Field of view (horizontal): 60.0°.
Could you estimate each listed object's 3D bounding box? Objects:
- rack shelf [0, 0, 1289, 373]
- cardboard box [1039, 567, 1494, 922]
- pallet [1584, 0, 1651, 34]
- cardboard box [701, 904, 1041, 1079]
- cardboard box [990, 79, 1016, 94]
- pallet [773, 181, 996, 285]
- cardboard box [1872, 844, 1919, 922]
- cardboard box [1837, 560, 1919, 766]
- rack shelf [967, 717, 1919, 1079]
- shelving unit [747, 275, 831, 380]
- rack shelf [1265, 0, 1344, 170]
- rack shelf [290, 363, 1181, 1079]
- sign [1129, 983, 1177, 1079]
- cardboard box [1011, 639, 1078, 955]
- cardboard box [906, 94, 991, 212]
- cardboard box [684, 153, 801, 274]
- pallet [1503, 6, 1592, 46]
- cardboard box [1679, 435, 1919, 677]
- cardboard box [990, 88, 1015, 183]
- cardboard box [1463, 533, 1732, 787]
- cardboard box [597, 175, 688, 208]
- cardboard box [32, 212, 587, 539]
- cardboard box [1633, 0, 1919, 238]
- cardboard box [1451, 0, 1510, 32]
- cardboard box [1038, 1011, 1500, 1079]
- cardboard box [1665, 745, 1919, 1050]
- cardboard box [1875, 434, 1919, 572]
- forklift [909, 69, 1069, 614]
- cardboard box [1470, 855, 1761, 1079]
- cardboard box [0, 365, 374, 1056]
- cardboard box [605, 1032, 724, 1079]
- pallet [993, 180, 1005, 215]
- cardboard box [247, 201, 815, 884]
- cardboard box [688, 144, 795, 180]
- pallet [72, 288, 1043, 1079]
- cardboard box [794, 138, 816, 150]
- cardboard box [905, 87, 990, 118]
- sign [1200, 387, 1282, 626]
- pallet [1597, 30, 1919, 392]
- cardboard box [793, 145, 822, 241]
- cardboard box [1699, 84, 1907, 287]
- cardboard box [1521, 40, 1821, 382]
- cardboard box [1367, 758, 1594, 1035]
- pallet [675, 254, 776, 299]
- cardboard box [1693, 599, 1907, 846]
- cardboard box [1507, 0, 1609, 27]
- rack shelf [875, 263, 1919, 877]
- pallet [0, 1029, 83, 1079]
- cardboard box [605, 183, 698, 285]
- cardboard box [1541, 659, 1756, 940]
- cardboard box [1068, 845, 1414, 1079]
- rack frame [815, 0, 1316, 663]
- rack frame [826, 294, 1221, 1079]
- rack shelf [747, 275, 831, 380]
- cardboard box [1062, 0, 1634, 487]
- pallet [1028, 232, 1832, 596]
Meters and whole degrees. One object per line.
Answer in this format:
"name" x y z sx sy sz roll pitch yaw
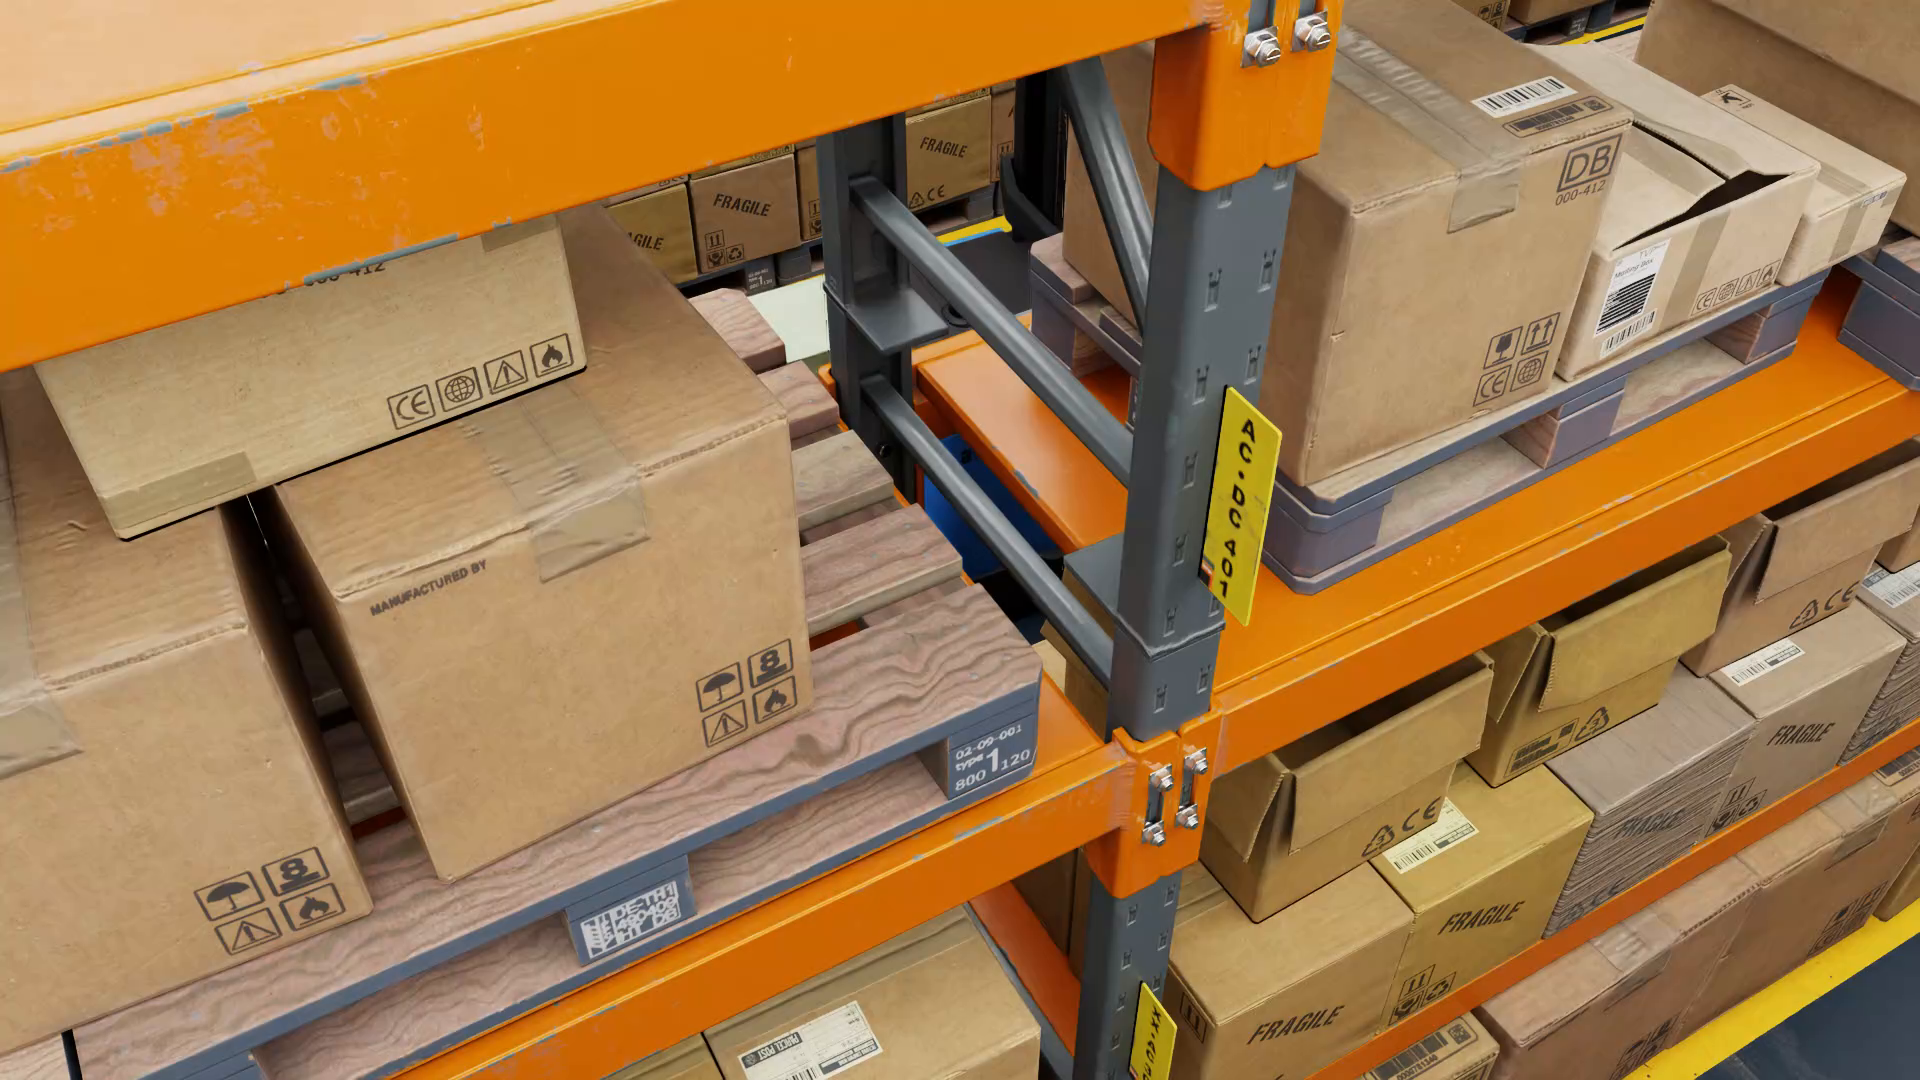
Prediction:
"rack shelf" -1.669 -0.137 1.233 4.000 0.370 1.077 -22 48 -21
"cardboard box" 0.615 0.298 3.497 0.637 0.503 0.797 -23 49 -22
"pallet" 3.987 -3.571 10.278 1.213 0.211 1.003 -22 48 -21
"cardboard box" -0.200 0.919 3.004 0.500 0.500 0.500 -20 48 -20
"cardboard box" 0.255 -2.443 8.068 0.500 0.250 0.500 -21 48 -20
"pallet" -0.585 -1.806 8.459 1.213 0.211 1.003 -22 48 -21
"cardboard box" 2.925 0.371 5.438 0.875 0.875 1.225 -24 49 -23
"cardboard box" 2.345 0.169 4.350 0.500 0.500 0.500 -23 49 -22
"rack shelf" 1.799 0.485 4.613 4.000 0.370 1.077 -22 48 -21
"shelving unit" -0.680 -0.308 5.991 0.755 1.500 0.431 -19 47 -19
"rack shelf" 1.799 -1.525 2.663 4.000 0.370 1.077 -22 48 -21
"rack shelf" -1.669 0.796 2.139 4.000 0.370 1.077 -22 48 -21
"sign" 0.343 0.916 2.974 0.005 0.325 0.100 -22 48 -21
"cardboard box" 0.335 0.557 3.950 0.500 0.500 0.500 -22 48 -21
"cardboard box" -0.193 -1.994 8.144 0.500 0.500 0.500 -24 49 -23
"cardboard box" -1.087 -1.644 7.784 0.500 0.500 0.500 -20 48 -19
"pallet" 2.928 -3.145 9.839 1.213 0.211 1.003 -22 48 -21
"cardboard box" 1.747 -0.158 3.967 0.637 0.503 0.797 -20 48 -20
"cardboard box" 0.258 -2.187 8.343 0.500 0.500 0.500 -20 48 -19
"cardboard box" 1.216 0.067 3.735 0.637 0.503 0.797 -21 48 -21
"cardboard box" -1.546 -1.729 7.333 0.500 0.250 0.500 -24 49 -23
"cardboard box" -0.753 -0.325 1.794 0.500 0.250 0.500 -25 49 -23
"cardboard box" 1.773 -1.010 3.107 0.637 0.503 0.797 -22 48 -21
"cardboard box" 2.479 -3.303 9.314 0.750 0.750 1.050 -21 48 -20
"cardboard box" 0.610 1.298 4.483 0.875 0.875 1.225 -22 48 -21
"cardboard box" 2.148 0.676 5.124 0.875 0.875 1.225 -22 48 -21
"cardboard box" 2.325 -0.395 4.211 0.637 0.503 0.797 -21 48 -20
"forklift" 1.012 -1.429 6.117 3.031 2.935 1.130 -19 47 -19
"cardboard box" 1.385 0.988 4.803 0.875 0.875 1.225 -23 49 -22
"cardboard box" -1.052 0.113 1.880 0.500 0.500 0.700 -19 47 -19
"cardboard box" -0.637 1.091 2.828 0.500 0.500 0.500 -21 48 -21
"pallet" 0.472 -2.227 8.893 1.213 0.211 1.003 -22 48 -21
"cardboard box" -0.583 -0.071 2.070 0.500 0.500 0.700 -25 49 -23
"cardboard box" -1.085 -1.916 7.525 0.500 0.250 0.500 -21 48 -20
"pallet" -0.649 0.153 2.348 1.213 0.211 1.003 -22 48 -21
"cardboard box" -0.641 -2.090 7.704 0.500 0.250 0.500 -20 48 -19
"cardboard box" -0.193 -2.276 7.896 0.500 0.250 0.500 -21 48 -20
"sign" 0.343 -0.035 2.051 0.005 0.325 0.100 -22 48 -21
"pallet" 2.033 -0.831 3.434 1.213 0.211 1.003 -20 47 -19
"cardboard box" -0.640 -1.834 7.979 0.500 0.500 0.500 -21 48 -20
"cardboard box" 1.431 -0.642 2.983 0.250 0.149 0.380 -24 49 -23
"cardboard box" 1.061 -0.601 2.824 0.500 0.311 0.500 -23 49 -22
"cardboard box" 1.024 0.701 3.802 0.500 0.500 0.500 -22 48 -21
"pallet" -1.644 -1.380 8.020 1.213 0.211 1.003 -22 48 -21
"cardboard box" 1.904 0.345 4.169 0.500 0.500 0.500 -21 48 -20
"cardboard box" 3.287 -3.627 9.647 0.750 0.750 1.050 -22 48 -21
"rack shelf" 1.799 -0.592 3.569 4.000 0.370 1.077 -22 48 -21
"pallet" -1.706 0.574 1.915 1.213 0.211 1.003 -22 48 -21
"cardboard box" -1.545 -1.460 7.593 0.500 0.500 0.500 -20 48 -19
"cardboard box" 1.458 0.528 3.981 0.500 0.500 0.500 -23 49 -22
"cardboard box" 0.589 0.876 3.622 0.500 0.500 0.500 -22 48 -21
"rack frame" 0.065 -1.232 1.558 0.127 3.000 1.000 -22 48 -21
"rack frame" 0.065 0.921 3.648 0.127 3.000 1.000 -22 48 -21
"rack shelf" -0.680 -0.588 5.719 0.720 0.370 0.431 -19 47 -19
"cardboard box" 0.563 -0.550 2.636 0.500 0.500 0.700 -21 48 -20
"pallet" 0.836 -0.435 3.028 1.217 0.209 0.805 -24 49 -22
